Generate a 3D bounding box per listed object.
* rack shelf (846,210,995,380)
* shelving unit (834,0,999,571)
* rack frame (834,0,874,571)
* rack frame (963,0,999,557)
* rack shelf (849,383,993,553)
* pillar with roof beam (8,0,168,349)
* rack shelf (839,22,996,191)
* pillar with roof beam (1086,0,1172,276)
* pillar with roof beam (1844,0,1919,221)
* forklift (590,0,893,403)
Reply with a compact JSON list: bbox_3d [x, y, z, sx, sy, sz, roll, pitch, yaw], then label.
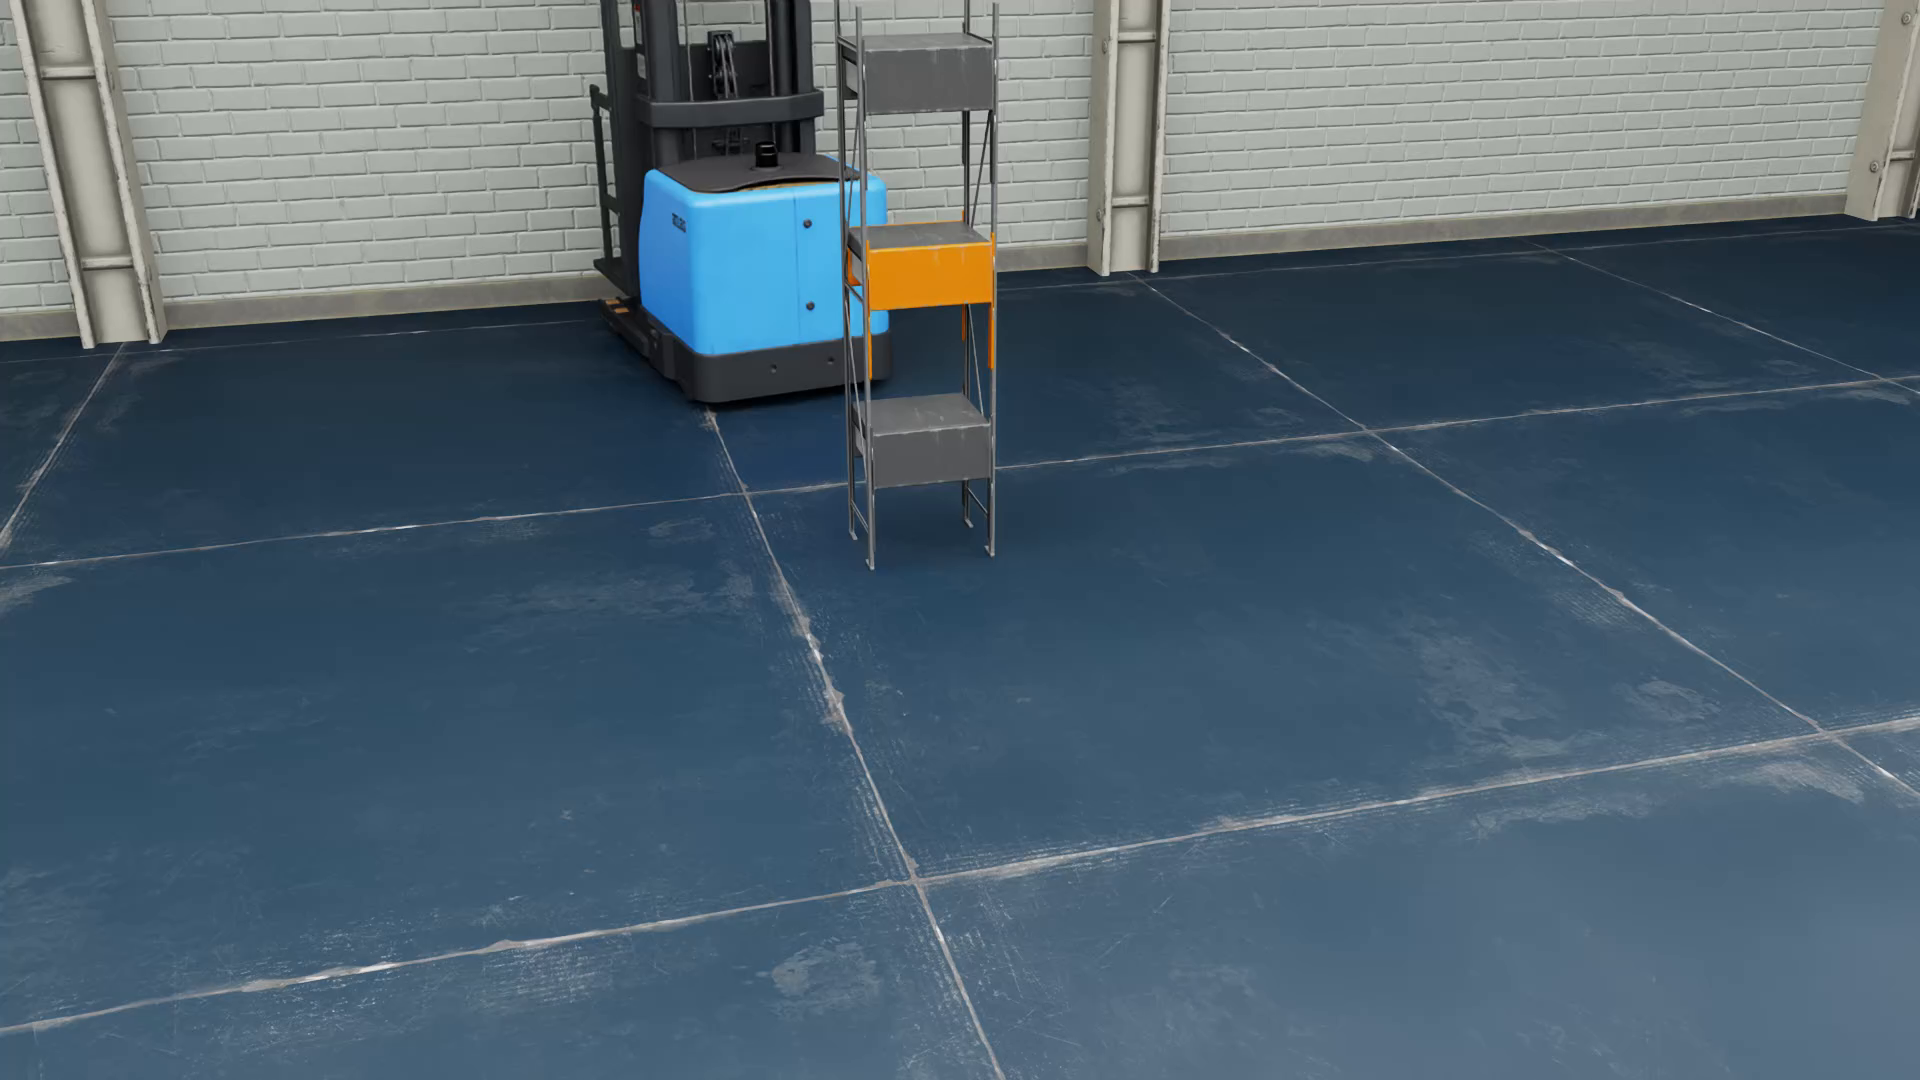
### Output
[{"bbox_3d":[-0.159,-0.935,6.300,0.480,0.518,0.431,-6,24,-14],"label":"rack shelf"},{"bbox_3d":[-0.159,-0.947,6.295,0.503,2.100,0.431,-6,24,-14],"label":"shelving unit"},{"bbox_3d":[-0.394,-0.921,6.234,0.015,2.100,0.400,-6,24,-14],"label":"rack frame"},{"bbox_3d":[0.076,-0.973,6.355,0.015,2.100,0.400,-6,24,-14],"label":"rack frame"},{"bbox_3d":[-0.159,-0.291,6.576,0.480,0.518,0.431,-6,24,-14],"label":"rack shelf"},{"bbox_3d":[-3.554,-3.642,3.826,0.400,9.000,9.100,-6,24,-14],"label":"pillar with roof beam"},{"bbox_3d":[-0.159,-1.578,6.024,0.480,0.518,0.431,-6,24,-14],"label":"rack shelf"},{"bbox_3d":[2.223,-4.281,5.316,0.400,9.000,9.100,-6,24,-14],"label":"pillar with roof beam"},{"bbox_3d":[8.000,-4.920,6.805,0.400,9.000,9.100,-6,24,-14],"label":"pillar with roof beam"},{"bbox_3d":[-1.434,-2.565,9.010,1.130,2.935,3.031,-11,25,-23],"label":"forklift"}]
